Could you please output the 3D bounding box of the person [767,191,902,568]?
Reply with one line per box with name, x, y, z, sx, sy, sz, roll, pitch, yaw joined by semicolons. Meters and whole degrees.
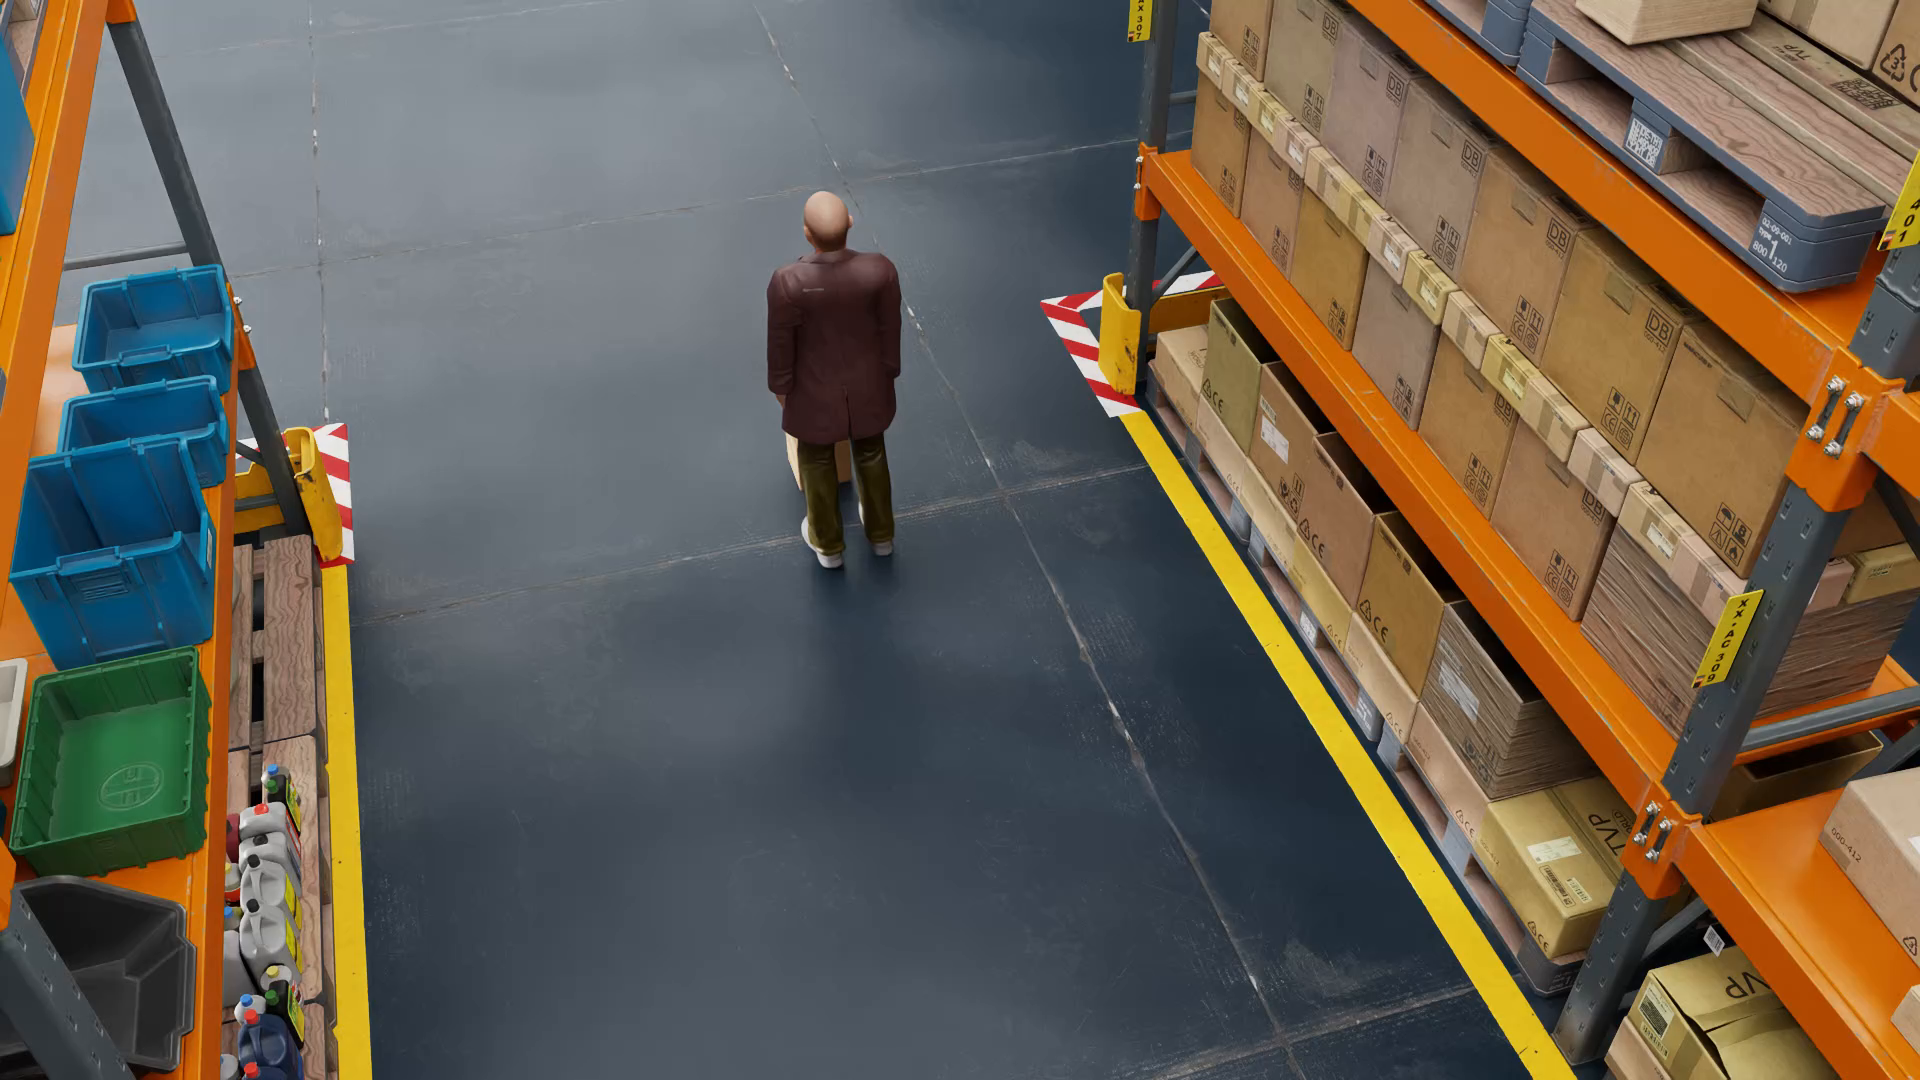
person;-0.522;-0.662;6.926;0.561;1.788;0.402;-11;43;-12
